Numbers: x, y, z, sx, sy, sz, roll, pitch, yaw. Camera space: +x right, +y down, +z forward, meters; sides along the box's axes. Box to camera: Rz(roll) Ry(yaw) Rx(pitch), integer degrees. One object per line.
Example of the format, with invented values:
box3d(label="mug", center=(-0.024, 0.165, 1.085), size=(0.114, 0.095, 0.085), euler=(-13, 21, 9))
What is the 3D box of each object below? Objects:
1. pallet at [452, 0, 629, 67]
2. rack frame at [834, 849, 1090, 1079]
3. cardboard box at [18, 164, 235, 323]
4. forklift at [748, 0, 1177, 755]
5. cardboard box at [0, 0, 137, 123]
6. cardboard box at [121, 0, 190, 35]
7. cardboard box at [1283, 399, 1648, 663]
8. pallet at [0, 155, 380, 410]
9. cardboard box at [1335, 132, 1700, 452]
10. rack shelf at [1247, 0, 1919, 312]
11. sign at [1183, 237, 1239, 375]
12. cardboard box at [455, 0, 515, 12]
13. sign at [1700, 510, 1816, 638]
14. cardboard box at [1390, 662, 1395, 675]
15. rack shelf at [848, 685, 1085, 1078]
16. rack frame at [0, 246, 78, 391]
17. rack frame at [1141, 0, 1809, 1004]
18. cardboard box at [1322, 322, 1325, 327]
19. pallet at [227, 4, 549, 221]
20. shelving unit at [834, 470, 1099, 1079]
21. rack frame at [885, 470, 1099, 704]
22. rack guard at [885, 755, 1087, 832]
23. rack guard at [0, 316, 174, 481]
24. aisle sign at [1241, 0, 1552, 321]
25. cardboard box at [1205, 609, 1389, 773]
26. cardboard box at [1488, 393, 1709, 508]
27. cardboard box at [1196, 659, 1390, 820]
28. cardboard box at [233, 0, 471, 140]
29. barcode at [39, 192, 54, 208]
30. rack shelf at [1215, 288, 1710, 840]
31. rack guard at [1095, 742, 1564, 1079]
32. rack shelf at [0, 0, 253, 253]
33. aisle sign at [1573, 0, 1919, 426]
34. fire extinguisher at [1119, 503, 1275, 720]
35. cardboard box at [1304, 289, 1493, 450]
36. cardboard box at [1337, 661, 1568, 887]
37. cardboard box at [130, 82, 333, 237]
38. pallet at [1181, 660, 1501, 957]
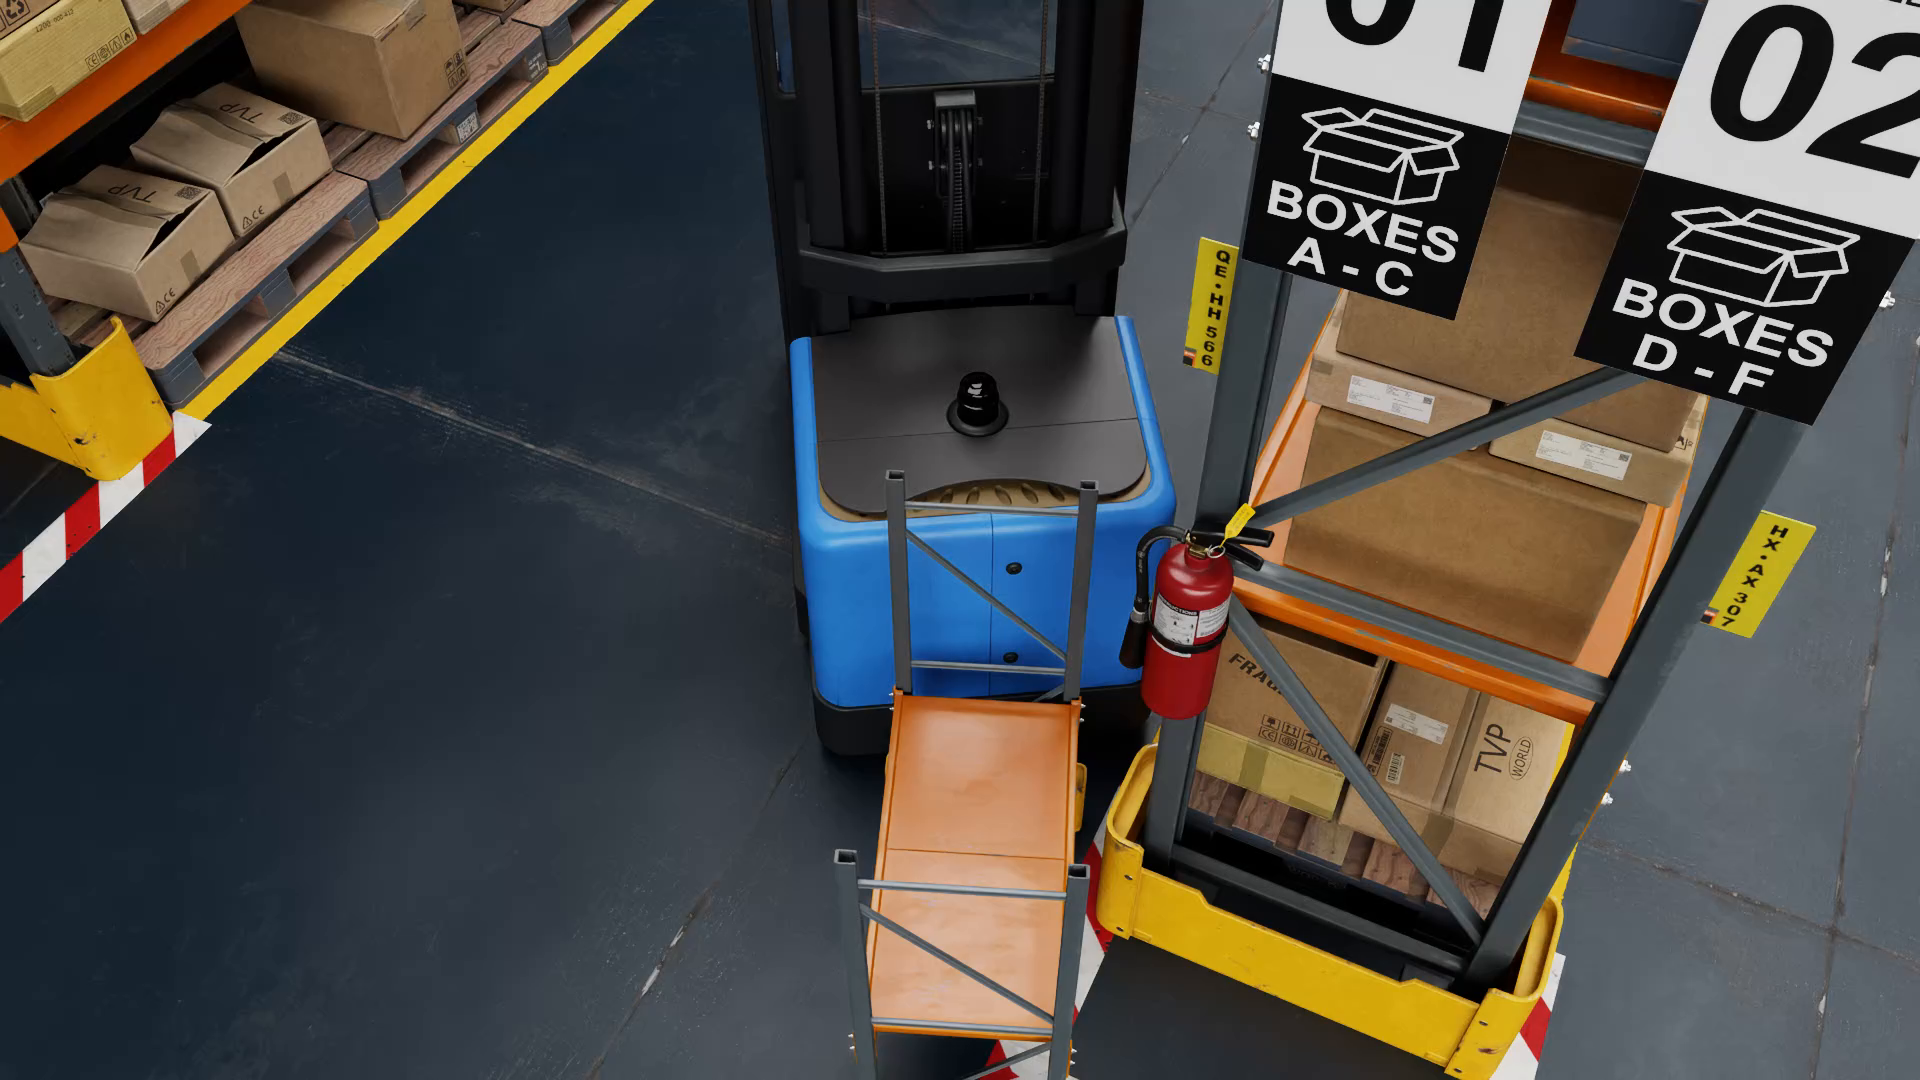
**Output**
box3d(label="pallet", center=(-2.043, -2.797, 7.992), size=(1.003, 0.211, 1.213), euler=(20, 52, 16))
box3d(label="rack frame", center=(0.004, 1.118, 3.814), size=(0.500, 1.500, 0.032), euler=(3, 50, 3))
box3d(label="cardboard box", center=(-3.120, -1.139, 6.226), size=(0.500, 0.311, 0.500), euler=(14, 51, 12))
box3d(label="forklift", center=(-0.062, -1.423, 5.037), size=(1.130, 2.935, 3.031), euler=(-4, 50, -4))
box3d(label="cardboard box", center=(-3.001, -1.611, 5.237), size=(0.500, 0.250, 0.500), euler=(18, 52, 15))
box3d(label="cardboard box", center=(-2.792, -1.973, 5.545), size=(0.500, 0.250, 0.500), euler=(18, 52, 15))
box3d(label="cardboard box", center=(1.195, -0.161, 3.852), size=(0.700, 0.500, 0.500), euler=(20, 52, 16))
box3d(label="pallet", center=(-3.085, -1.117, 6.562), size=(1.003, 0.211, 1.213), euler=(20, 52, 16))
box3d(label="cardboard box", center=(1.217, -0.618, 3.389), size=(0.700, 0.500, 0.500), euler=(20, 52, 16))
box3d(label="rack shelf", center=(1.838, -1.927, 3.923), size=(1.077, 0.370, 4.000), euler=(20, 52, 16))
box3d(label="sign", center=(0.499, -0.449, 3.247), size=(0.100, 0.325, 0.005), euler=(20, 52, 16))
box3d(label="cardboard box", center=(-2.195, -2.780, 7.498), size=(0.500, 0.500, 0.500), euler=(16, 52, 13))
box3d(label="sign", center=(1.483, 0.067, 3.103), size=(0.100, 0.325, 0.005), euler=(20, 52, 16))
box3d(label="cardboard box", center=(1.624, 0.301, 5.054), size=(0.500, 0.250, 0.500), euler=(20, 52, 16))
box3d(label="rack shelf", center=(0.039, 0.848, 4.280), size=(0.538, 0.185, 1.000), euler=(3, 50, 3))
box3d(label="rack frame", center=(-3.497, -1.420, 4.989), size=(1.000, 3.000, 0.127), euler=(20, 52, 16))
box3d(label="rack frame", center=(0.984, 0.189, 3.620), size=(1.000, 3.000, 0.127), euler=(20, 52, 16))
box3d(label="cardboard box", center=(1.358, -0.459, 5.208), size=(0.500, 0.500, 0.500), euler=(20, 52, 16))
box3d(label="pallet", center=(-2.563, -1.954, 7.274), size=(1.003, 0.211, 1.213), euler=(20, 52, 16))
box3d(label="shelving unit", center=(0.040, 0.725, 4.149), size=(0.587, 1.500, 1.083), euler=(3, 50, 3))
box3d(label="rack frame", center=(0.075, 0.345, 4.471), size=(0.500, 1.500, 0.032), euler=(3, 50, 3))
box3d(label="rack guard", center=(0.075, 0.751, 4.947), size=(0.587, 0.250, 0.087), euler=(3, 50, 3))
box3d(label="rack guard", center=(-3.464, -0.663, 5.986), size=(1.175, 0.500, 0.348), euler=(20, 52, 16))
box3d(label="aisle sign", center=(0.690, -0.704, 2.673), size=(0.394, 0.787, 0.004), euler=(20, 52, 16))
box3d(label="cardboard box", center=(0.944, 0.235, 4.618), size=(0.500, 0.500, 0.500), euler=(20, 52, 16))
box3d(label="cardboard box", center=(1.346, -0.254, 3.505), size=(0.380, 0.149, 0.250), euler=(19, 52, 16))
box3d(label="cardboard box", center=(0.946, 0.478, 4.903), size=(0.500, 0.250, 0.500), euler=(20, 52, 16))
box3d(label="cardboard box", center=(-2.518, -2.082, 6.904), size=(0.700, 0.500, 0.500), euler=(17, 52, 14))
box3d(label="barcode", center=(-3.474, -1.284, 6.344), size=(0.001, 0.075, 0.075), euler=(20, 52, 16))
box3d(label="rack shelf", center=(1.838, -0.955, 5.066), size=(1.077, 0.370, 4.000), euler=(20, 52, 16))
box3d(label="rack guard", center=(0.973, 1.015, 4.558), size=(1.175, 0.500, 0.348), euler=(20, 52, 16))
box3d(label="rack shelf", center=(-2.642, -2.565, 6.435), size=(1.077, 0.370, 4.000), euler=(20, 52, 16))
box3d(label="aisle sign", center=(1.232, -0.509, 2.506), size=(0.394, 0.787, 0.004), euler=(20, 52, 16))
box3d(label="fire extinguisher", center=(0.513, 0.144, 3.709), size=(0.296, 0.674, 0.183), euler=(20, 52, 16))
box3d(label="cardboard box", center=(0.975, -0.379, 3.611), size=(0.380, 0.149, 0.250), euler=(19, 52, 15))
box3d(label="cardboard box", center=(1.414, 0.647, 4.760), size=(0.500, 0.250, 0.500), euler=(20, 52, 16))
box3d(label="cardboard box", center=(-2.876, -1.531, 6.560), size=(0.500, 0.311, 0.500), euler=(24, 54, 19))
box3d(label="pallet", center=(1.272, 0.552, 5.141), size=(1.003, 0.211, 1.213), euler=(20, 52, 16))
